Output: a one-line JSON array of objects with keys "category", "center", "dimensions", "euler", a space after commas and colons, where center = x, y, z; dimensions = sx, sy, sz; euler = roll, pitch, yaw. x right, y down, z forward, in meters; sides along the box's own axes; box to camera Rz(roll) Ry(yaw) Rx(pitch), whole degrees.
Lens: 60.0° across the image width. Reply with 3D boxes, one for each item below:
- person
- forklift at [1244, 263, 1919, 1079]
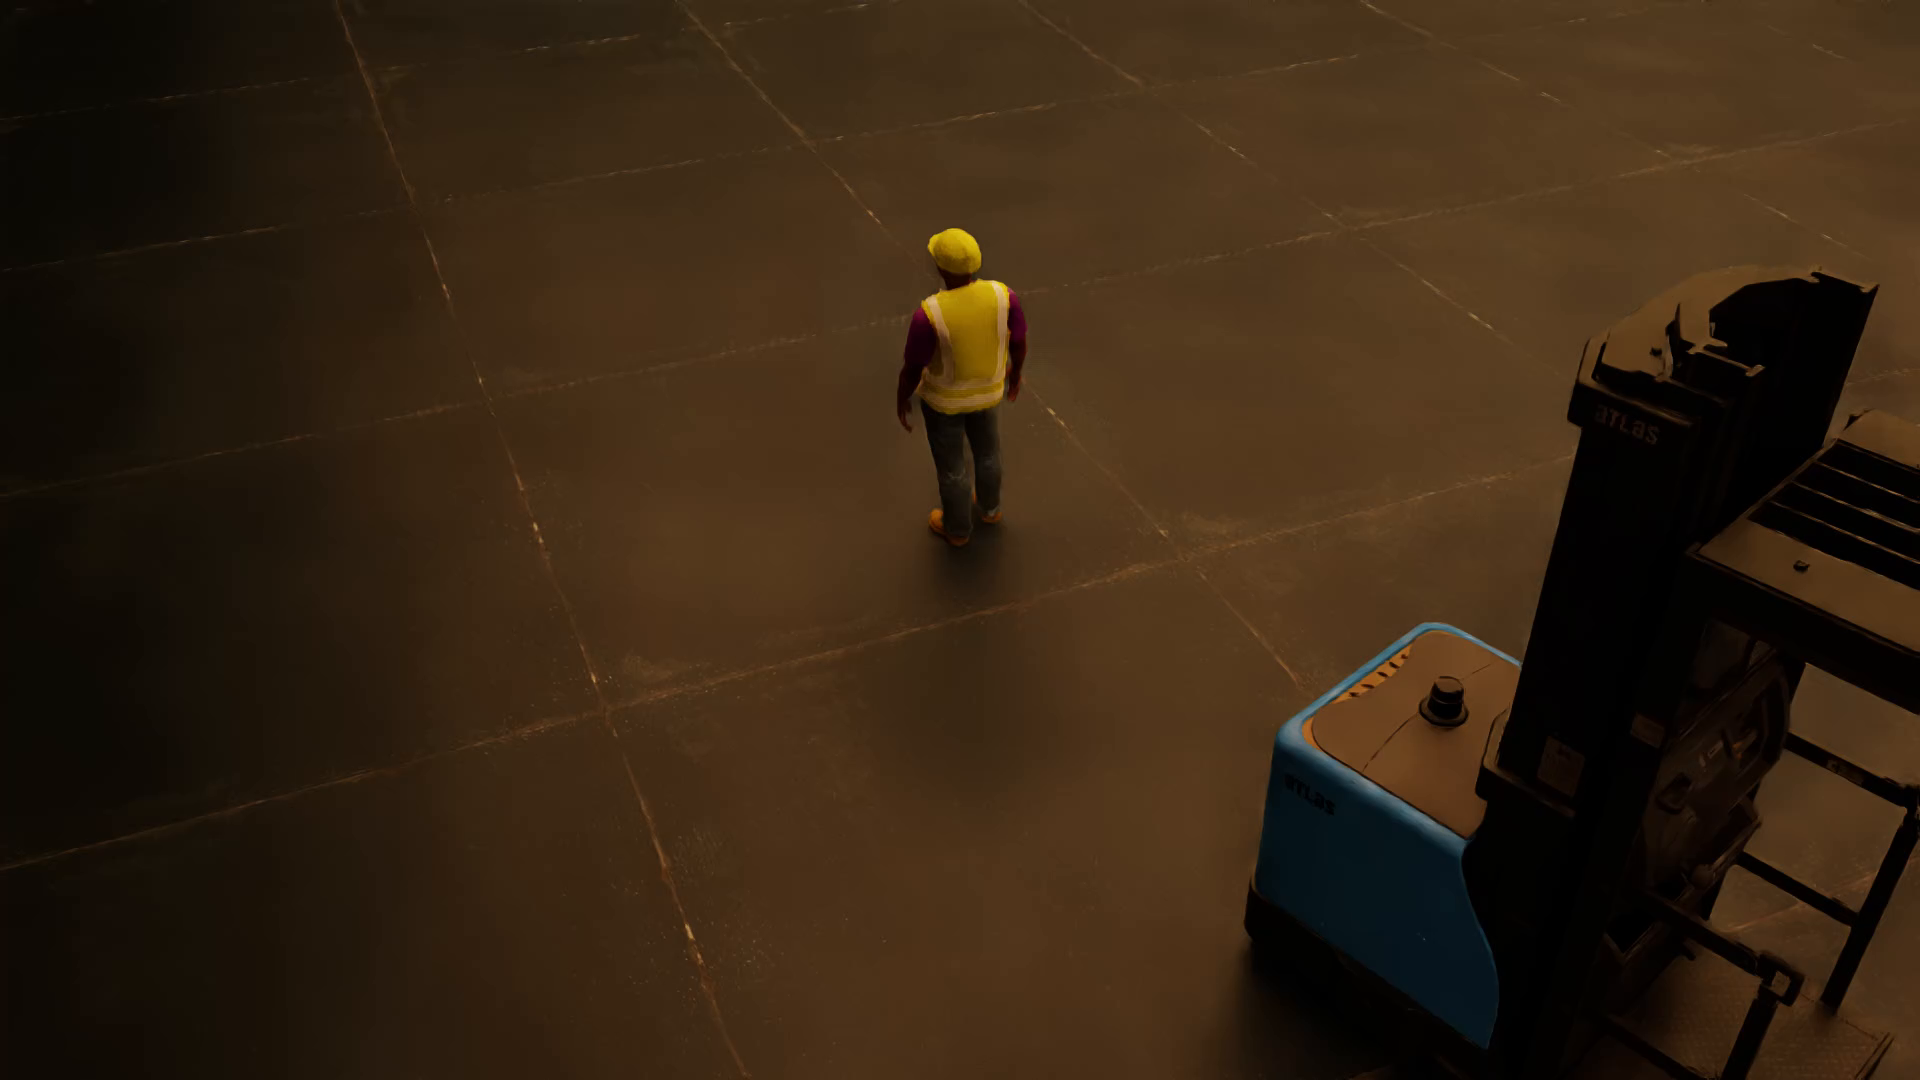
[{"category": "person", "center": [-0.022, -0.764, 8.166], "dimensions": [0.665, 1.766, 0.576], "euler": [-14, 38, -19]}, {"category": "forklift", "center": [2.469, 0.783, 4.998], "dimensions": [1.130, 2.935, 3.031], "euler": [-28, 44, -34]}]
